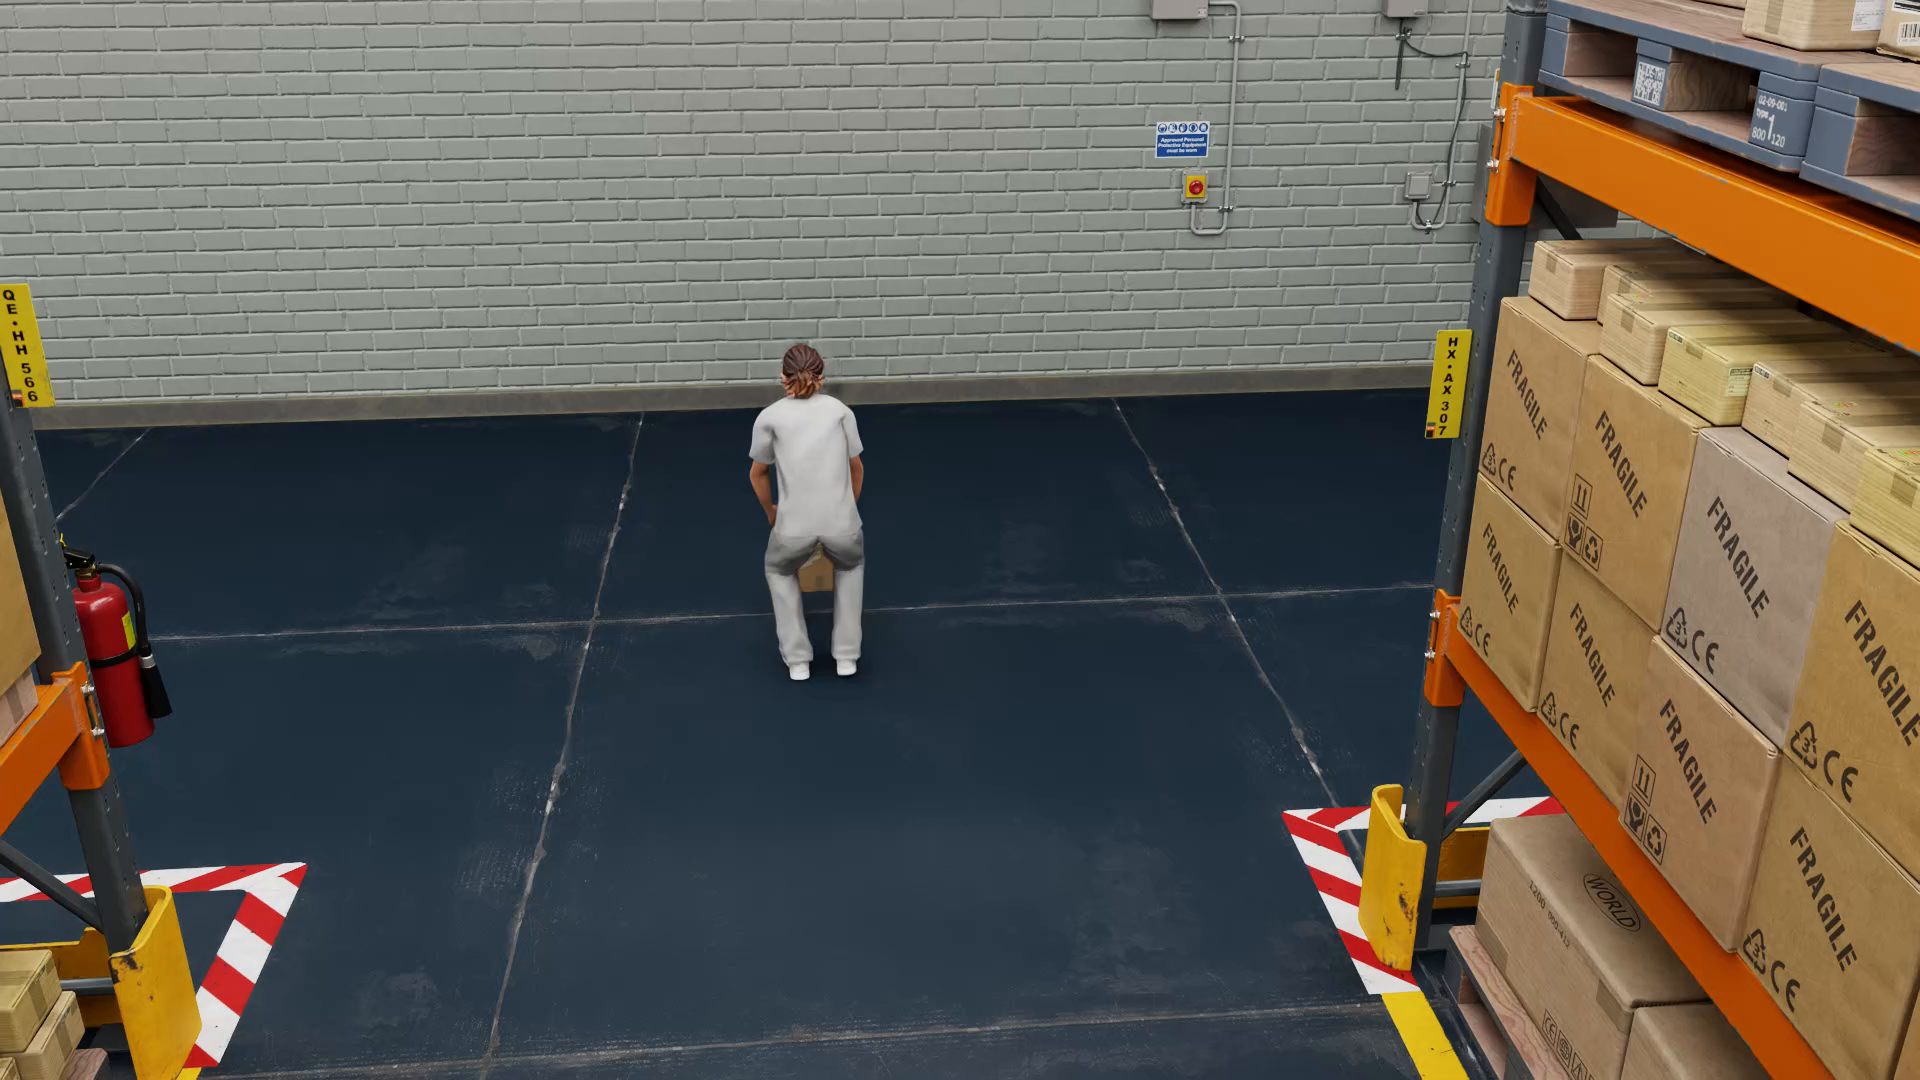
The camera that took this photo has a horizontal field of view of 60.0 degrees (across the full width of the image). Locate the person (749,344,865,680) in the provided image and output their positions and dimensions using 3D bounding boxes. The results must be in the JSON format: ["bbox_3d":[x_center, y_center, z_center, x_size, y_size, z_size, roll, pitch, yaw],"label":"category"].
[{"bbox_3d":[-0.651,-0.100,7.156,0.490,1.418,0.615,-2,24,-5],"label":"person"}]
